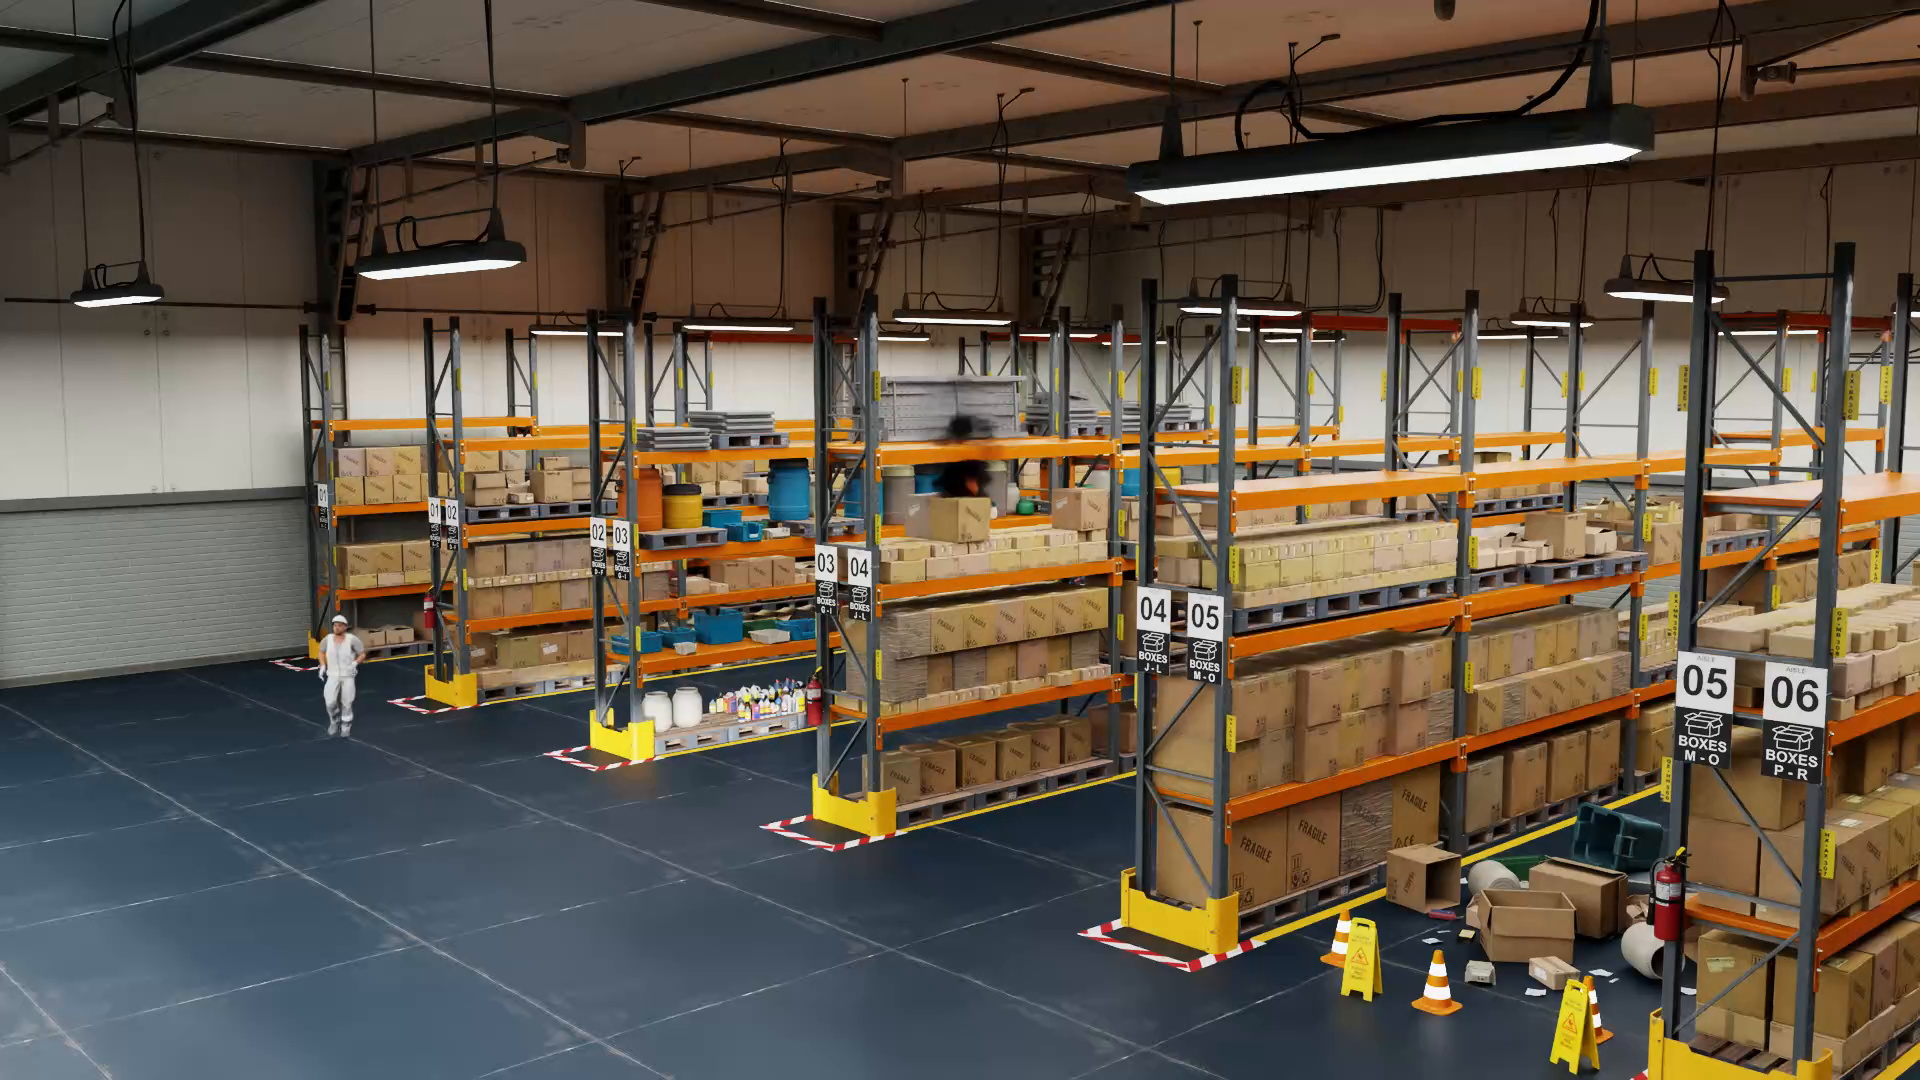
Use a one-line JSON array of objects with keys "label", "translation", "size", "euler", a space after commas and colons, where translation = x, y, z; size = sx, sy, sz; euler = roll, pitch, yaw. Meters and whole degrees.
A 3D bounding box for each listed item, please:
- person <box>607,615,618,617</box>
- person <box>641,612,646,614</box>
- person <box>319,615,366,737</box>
[{"label": "person", "translation": [-6.315, 1.272, 29.991], "size": [0.660, 1.732, 0.626], "euler": [4, 7, 37]}, {"label": "person", "translation": [-6.018, 1.208, 30.883], "size": [0.638, 1.669, 0.559], "euler": [6, 8, 43]}, {"label": "person", "translation": [-8.690, 1.929, 23.358], "size": [0.658, 1.751, 0.611], "euler": [-1, 6, -12]}]
